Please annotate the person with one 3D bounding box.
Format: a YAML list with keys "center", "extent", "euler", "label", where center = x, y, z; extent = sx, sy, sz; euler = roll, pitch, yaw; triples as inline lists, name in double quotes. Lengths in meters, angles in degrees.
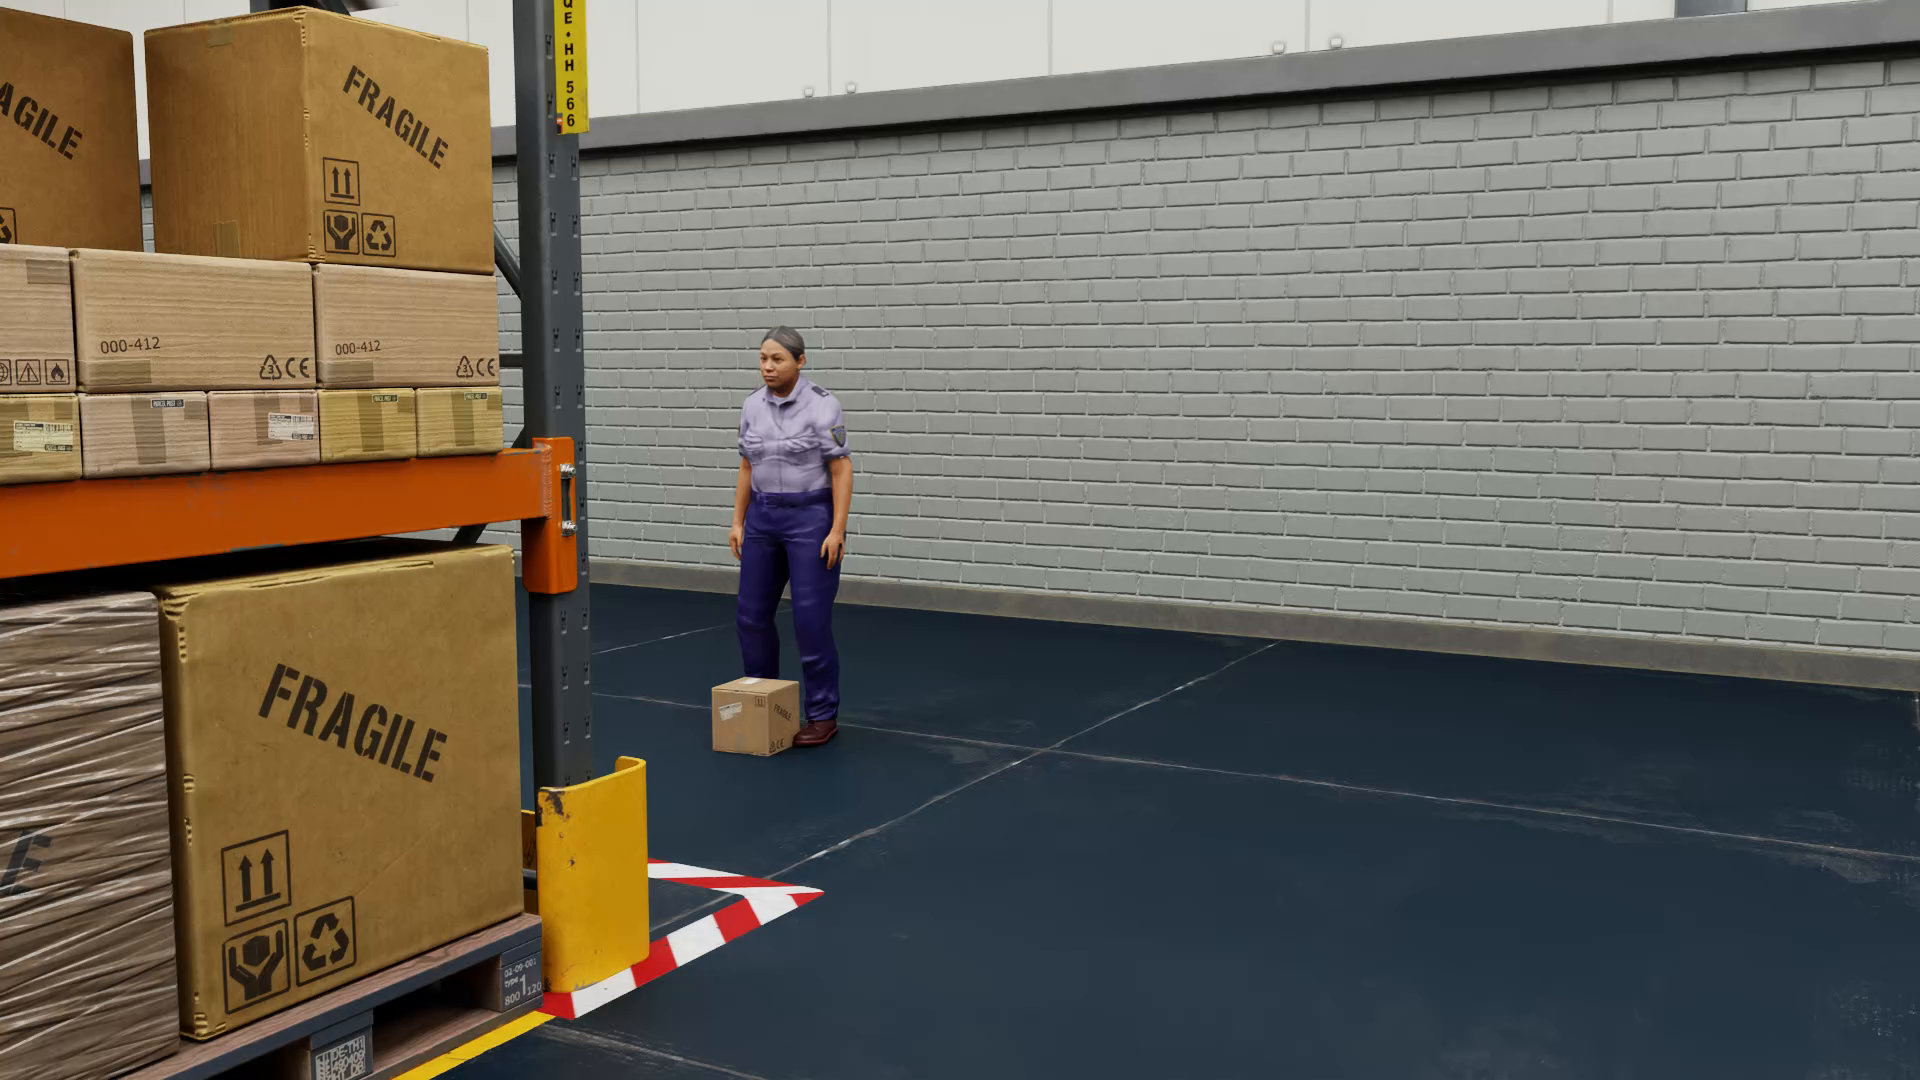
- center: [-0.684, -0.027, 6.662]
  extent: [0.550, 1.651, 0.367]
  euler: [3, 7, 28]
  label: "person"
